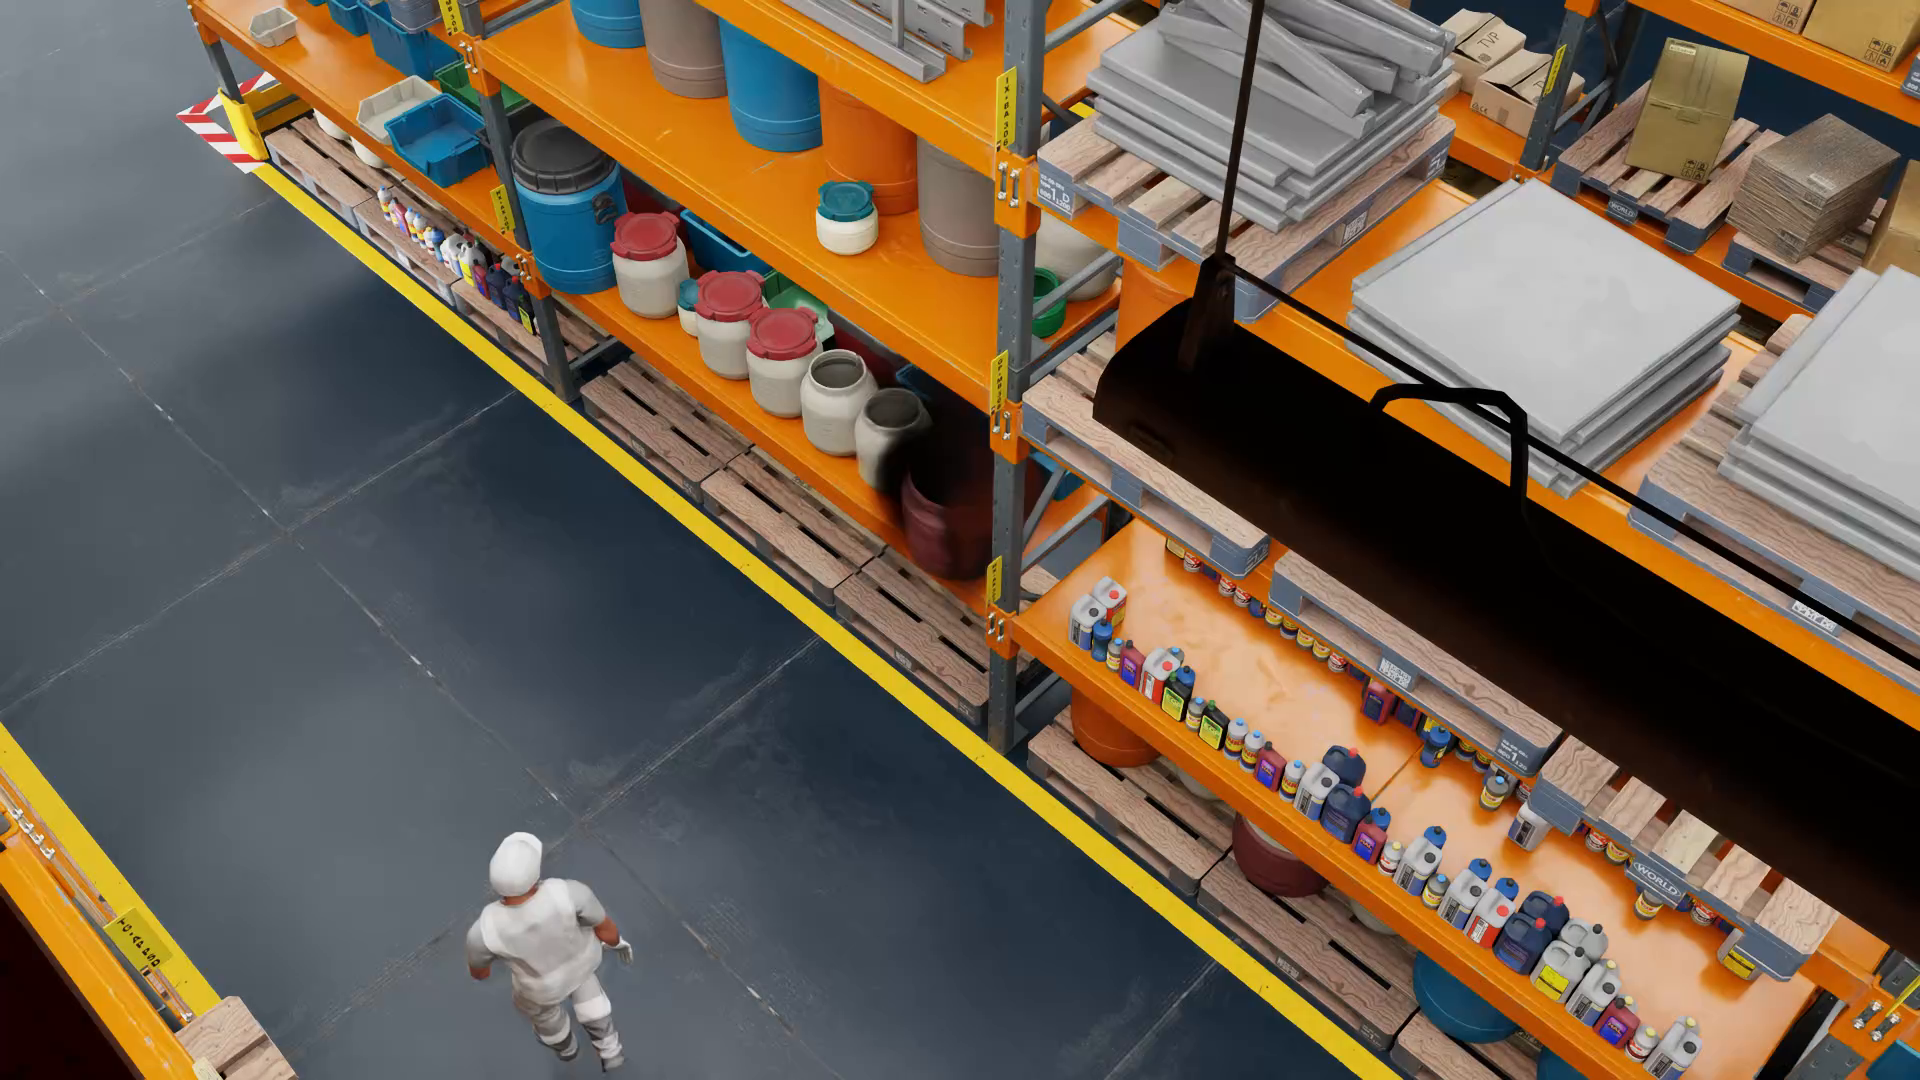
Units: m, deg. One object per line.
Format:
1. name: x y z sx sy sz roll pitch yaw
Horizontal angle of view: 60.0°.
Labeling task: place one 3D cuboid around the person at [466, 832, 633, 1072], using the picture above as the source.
1. person: -1.790 1.864 7.300 0.592 1.783 0.596 35 58 26
